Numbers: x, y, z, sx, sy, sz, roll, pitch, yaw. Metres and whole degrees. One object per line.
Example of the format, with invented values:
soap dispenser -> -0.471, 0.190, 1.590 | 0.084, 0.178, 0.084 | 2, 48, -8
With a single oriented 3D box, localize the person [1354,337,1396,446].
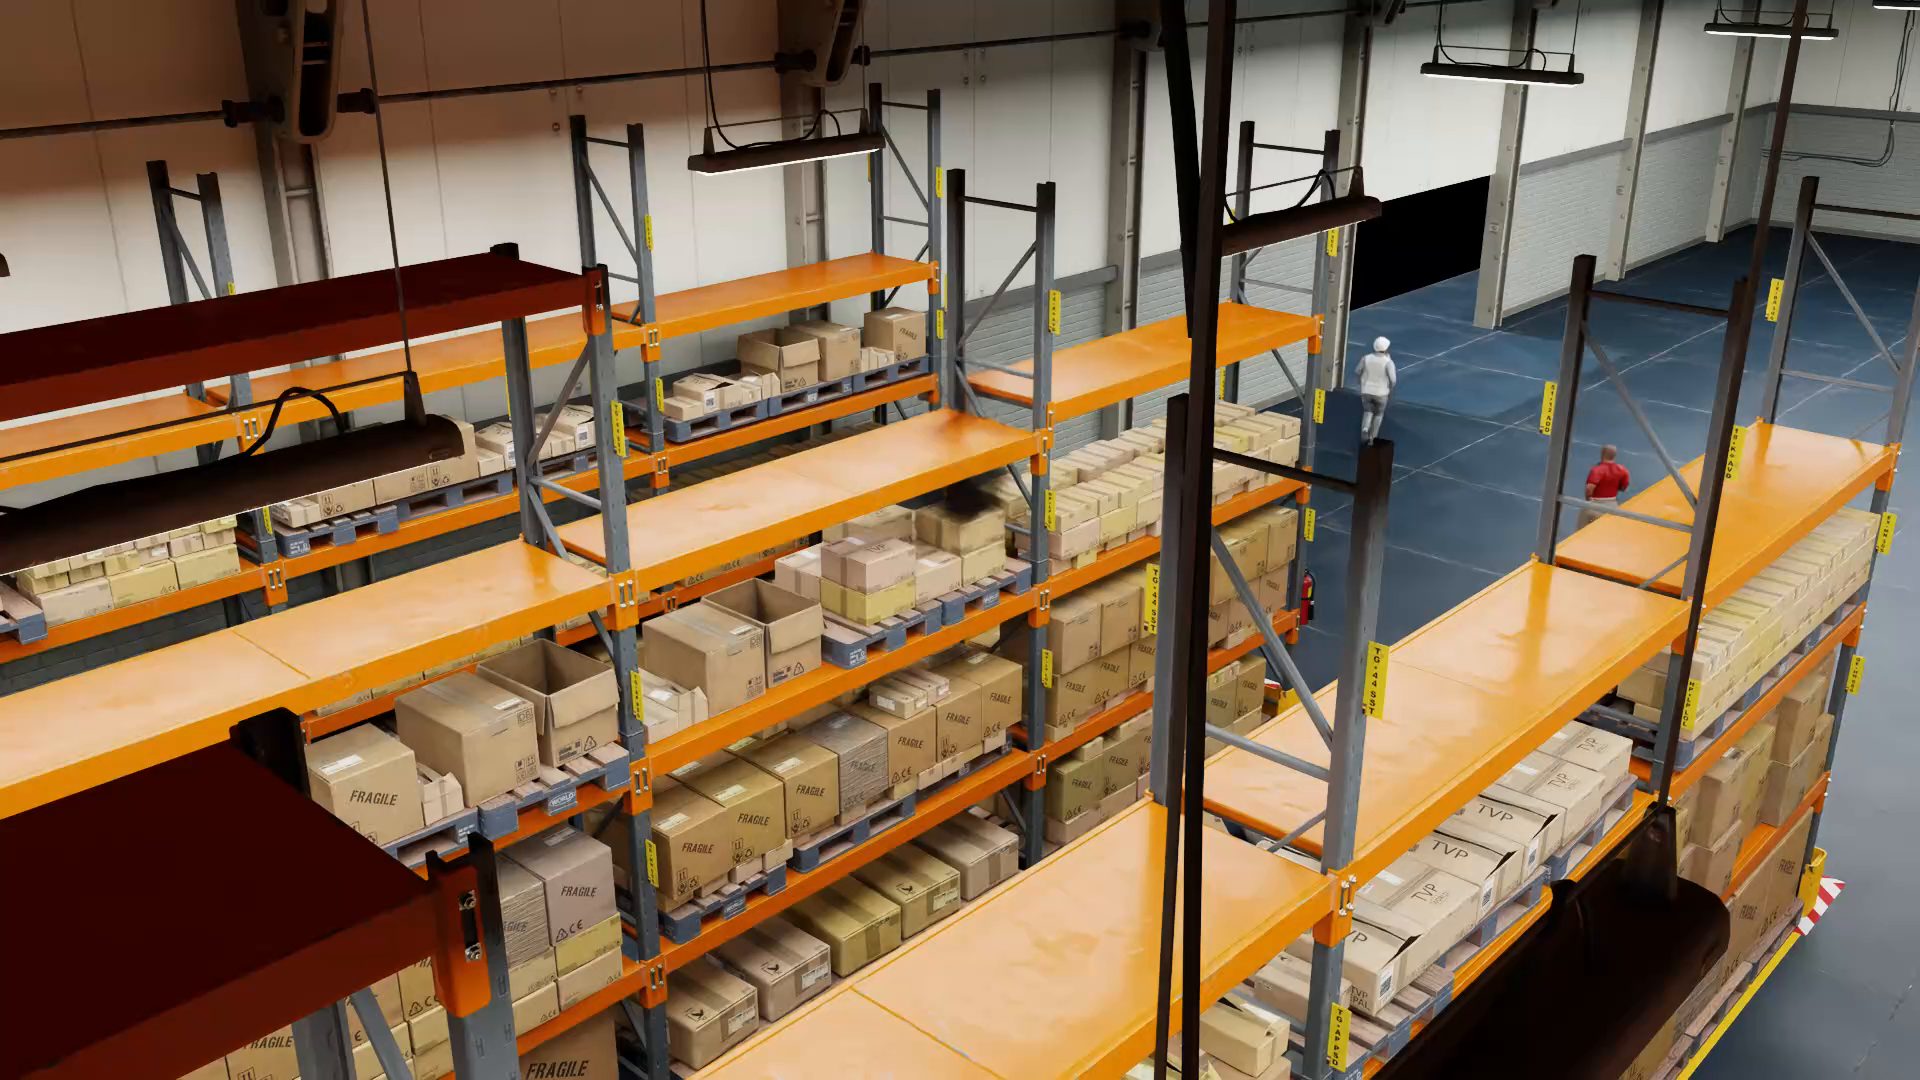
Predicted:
person -> 6.342, -2.258, 25.468 | 0.660, 1.746, 0.578 | 11, 24, 27

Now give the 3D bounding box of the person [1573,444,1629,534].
person -> 7.879, -0.327, 20.508 | 0.640, 1.794, 0.748 | -1, 21, -3
